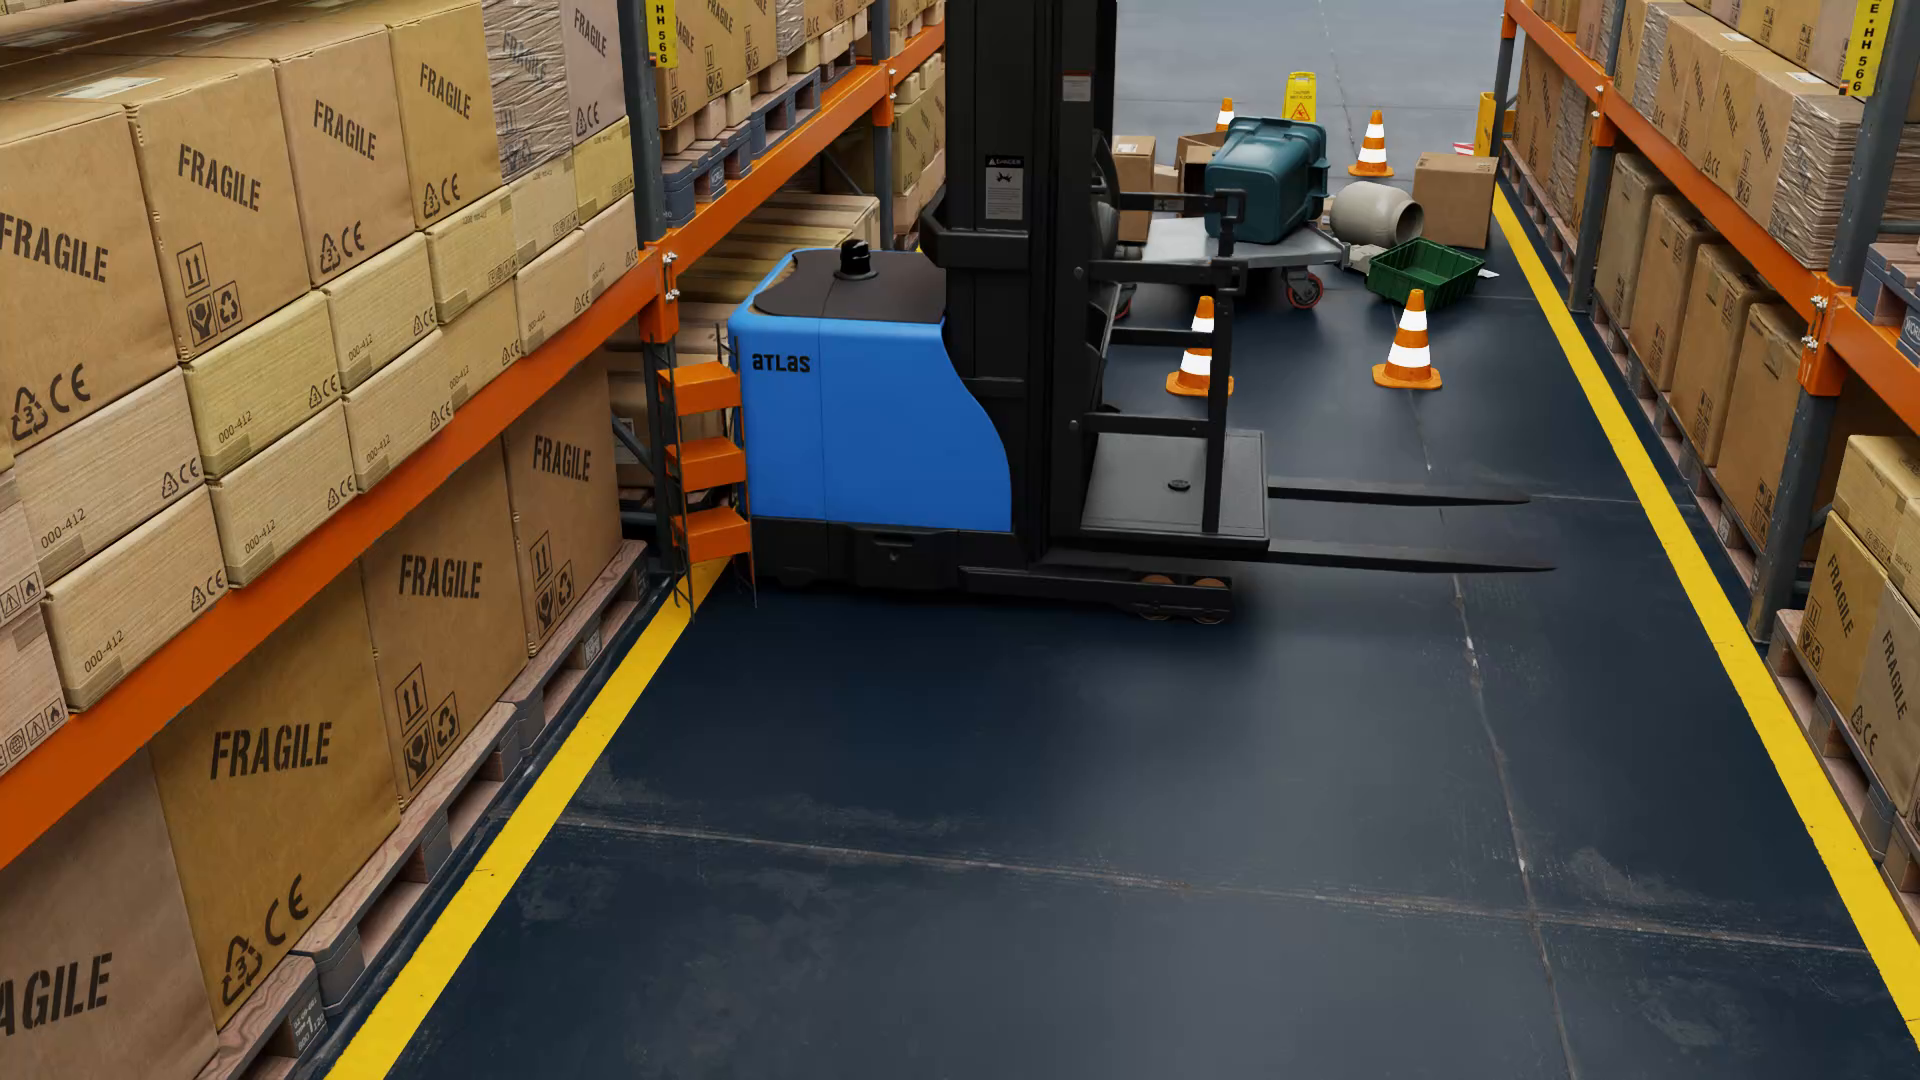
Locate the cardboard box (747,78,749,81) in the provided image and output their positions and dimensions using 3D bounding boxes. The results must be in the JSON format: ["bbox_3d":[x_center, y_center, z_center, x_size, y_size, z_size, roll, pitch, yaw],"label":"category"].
[{"bbox_3d":[-1.123,-1.920,7.115,0.380,0.149,0.250,6,26,12],"label":"cardboard box"}]

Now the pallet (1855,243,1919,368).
[{"bbox_3d":[3.332,-0.581,4.679,1.213,0.211,1.003,4,25,9],"label":"pallet"}]

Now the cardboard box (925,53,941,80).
[{"bbox_3d":[-0.337,-3.129,10.995,0.380,0.149,0.250,5,26,12],"label":"cardboard box"}]

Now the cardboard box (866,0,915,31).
[{"bbox_3d":[-0.556,-3.292,9.775,0.500,0.500,0.500,4,25,8],"label":"cardboard box"}]

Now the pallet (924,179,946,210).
[{"bbox_3d":[-0.631,-2.479,11.797,1.003,0.211,1.213,4,25,9],"label":"pallet"}]

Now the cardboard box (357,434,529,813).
[{"bbox_3d":[-1.901,0.154,4.893,0.875,0.875,0.875,4,25,9],"label":"cardboard box"}]

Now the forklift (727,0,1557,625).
[{"bbox_3d":[0.710,-1.259,5.982,3.031,2.935,1.130,4,25,8],"label":"forklift"}]

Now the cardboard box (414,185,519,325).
[{"bbox_3d":[-1.529,-0.782,4.469,0.500,0.250,0.500,3,25,7],"label":"cardboard box"}]

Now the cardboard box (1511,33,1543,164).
[{"bbox_3d":[4.605,-3.259,12.185,0.875,0.875,0.875,4,25,9],"label":"cardboard box"}]

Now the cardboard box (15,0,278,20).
[{"bbox_3d":[-2.050,-1.159,4.391,0.500,0.500,0.500,5,25,10],"label":"cardboard box"}]

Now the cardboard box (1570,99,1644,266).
[{"bbox_3d":[4.169,-2.132,9.778,0.875,0.875,0.875,4,25,9],"label":"cardboard box"}]

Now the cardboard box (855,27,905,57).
[{"bbox_3d":[-0.535,-2.943,9.794,0.380,0.149,0.250,4,25,8],"label":"cardboard box"}]

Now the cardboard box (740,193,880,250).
[{"bbox_3d":[-0.986,-1.727,9.506,0.950,0.372,0.625,4,25,9],"label":"cardboard box"}]

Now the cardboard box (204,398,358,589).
[{"bbox_3d":[-1.695,-0.128,3.663,0.500,0.250,0.500,4,25,8],"label":"cardboard box"}]

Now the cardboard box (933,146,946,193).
[{"bbox_3d":[-0.380,-2.566,11.441,0.500,0.250,0.500,4,25,8],"label":"cardboard box"}]

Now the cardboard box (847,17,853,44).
[{"bbox_3d":[-0.775,-2.680,8.738,0.380,0.149,0.250,3,25,7],"label":"cardboard box"}]

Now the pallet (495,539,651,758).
[{"bbox_3d":[-1.760,0.314,5.831,1.003,0.211,1.213,4,25,9],"label":"pallet"}]

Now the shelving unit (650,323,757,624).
[{"bbox_3d":[-0.920,-0.234,6.004,0.252,1.050,0.215,-13,26,-26],"label":"shelving unit"}]

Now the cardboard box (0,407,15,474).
[{"bbox_3d":[-1.855,-0.263,2.477,0.500,0.500,0.500,4,25,9],"label":"cardboard box"}]

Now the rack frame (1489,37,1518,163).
[{"bbox_3d":[4.651,-4.319,12.439,1.000,3.000,0.127,4,25,9],"label":"rack frame"}]

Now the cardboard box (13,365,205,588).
[{"bbox_3d":[-1.803,-0.144,3.106,0.500,0.250,0.500,4,25,9],"label":"cardboard box"}]

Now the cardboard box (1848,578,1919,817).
[{"bbox_3d":[2.897,0.457,4.688,0.500,0.500,0.500,4,25,9],"label":"cardboard box"}]

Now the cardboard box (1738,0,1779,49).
[{"bbox_3d":[3.673,-2.298,6.825,0.700,0.500,0.500,4,25,8],"label":"cardboard box"}]

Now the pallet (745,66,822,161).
[{"bbox_3d":[-1.273,-2.018,7.749,1.003,0.211,1.213,4,25,9],"label":"pallet"}]

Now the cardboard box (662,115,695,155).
[{"bbox_3d":[-1.241,-1.589,6.408,0.380,0.149,0.250,2,25,5],"label":"cardboard box"}]

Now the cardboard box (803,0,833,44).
[{"bbox_3d":[-0.922,-2.685,7.984,0.500,0.500,0.500,5,26,10],"label":"cardboard box"}]

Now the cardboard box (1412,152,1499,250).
[{"bbox_3d":[3.238,-2.235,10.933,0.500,0.500,0.500,8,26,18],"label":"cardboard box"}]

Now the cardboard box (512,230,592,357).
[{"bbox_3d":[-1.451,-0.762,5.016,0.500,0.250,0.500,4,25,9],"label":"cardboard box"}]

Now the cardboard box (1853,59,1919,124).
[{"bbox_3d":[3.427,-1.658,5.457,0.700,0.500,0.500,4,25,8],"label":"cardboard box"}]

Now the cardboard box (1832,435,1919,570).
[{"bbox_3d":[2.992,-0.099,4.992,0.500,0.250,0.500,3,25,6],"label":"cardboard box"}]

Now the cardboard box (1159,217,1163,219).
[{"bbox_3d":[1.348,-1.901,10.497,0.258,0.266,0.396,-14,29,-27],"label":"cardboard box"}]

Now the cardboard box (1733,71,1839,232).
[{"bbox_3d":[3.235,-1.434,6.157,0.500,0.500,0.500,4,25,9],"label":"cardboard box"}]

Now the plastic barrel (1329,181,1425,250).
[{"bbox_3d":[2.669,-2.060,10.652,0.421,0.421,0.512,-20,32,-36],"label":"plastic barrel"}]

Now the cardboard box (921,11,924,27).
[{"bbox_3d":[-0.444,-3.380,10.728,0.380,0.149,0.250,4,25,8],"label":"cardboard box"}]

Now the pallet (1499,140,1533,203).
[{"bbox_3d":[4.597,-2.716,12.304,1.003,0.211,1.213,4,25,9],"label":"pallet"}]

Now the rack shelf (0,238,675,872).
[{"bbox_3d":[-1.883,-0.112,4.299,1.077,0.370,4.000,4,25,9],"label":"rack shelf"}]

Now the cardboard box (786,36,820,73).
[{"bbox_3d":[-0.895,-2.363,8.061,0.380,0.149,0.250,4,25,8],"label":"cardboard box"}]

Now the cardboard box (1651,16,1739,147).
[{"bbox_3d":[3.480,-2.070,7.516,0.500,0.500,0.500,4,25,8],"label":"cardboard box"}]

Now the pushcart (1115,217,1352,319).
[{"bbox_3d":[1.355,-1.622,9.770,1.648,0.377,0.936,-5,25,-10],"label":"pushcart"}]

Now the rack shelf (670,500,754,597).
[{"bbox_3d":[-0.916,0.030,6.119,0.240,0.259,0.215,-13,26,-26],"label":"rack shelf"}]

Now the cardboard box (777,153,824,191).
[{"bbox_3d":[-1.071,-2.497,10.410,0.500,0.500,0.500,4,25,8],"label":"cardboard box"}]

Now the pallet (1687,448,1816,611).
[{"bbox_3d":[3.547,-0.035,6.575,1.003,0.211,1.213,4,25,9],"label":"pallet"}]

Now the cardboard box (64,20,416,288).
[{"bbox_3d":[-1.636,-0.904,3.846,0.500,0.500,0.500,4,25,8],"label":"cardboard box"}]

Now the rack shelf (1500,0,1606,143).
[{"bbox_3d":[4.324,-3.157,10.804,1.077,0.370,4.000,4,25,9],"label":"rack shelf"}]

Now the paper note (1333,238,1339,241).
[{"bbox_3d":[2.414,-1.993,10.980,0.172,0.023,0.155,13,28,26],"label":"paper note"}]

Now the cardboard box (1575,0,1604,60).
[{"bbox_3d":[4.113,-3.101,9.659,0.875,0.550,0.550,4,25,9],"label":"cardboard box"}]

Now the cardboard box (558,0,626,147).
[{"bbox_3d":[-1.383,-1.538,5.199,0.500,0.500,0.500,3,25,7],"label":"cardboard box"}]

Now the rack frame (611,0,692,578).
[{"bbox_3d":[-1.556,-1.274,5.933,1.000,3.000,0.127,4,25,9],"label":"rack frame"}]

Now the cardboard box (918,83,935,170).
[{"bbox_3d":[-0.464,-2.684,10.809,0.500,0.500,0.500,5,26,11],"label":"cardboard box"}]

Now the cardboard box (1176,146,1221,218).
[{"bbox_3d":[1.817,-2.249,10.801,0.797,0.637,0.503,4,25,9],"label":"cardboard box"}]

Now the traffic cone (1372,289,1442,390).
[{"bbox_3d":[2.288,-1.041,8.428,0.336,0.463,0.334,4,25,9],"label":"traffic cone"}]

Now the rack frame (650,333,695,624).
[{"bbox_3d":[-1.027,-0.210,5.951,0.008,1.050,0.200,-13,26,-26],"label":"rack frame"}]

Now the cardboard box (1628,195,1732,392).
[{"bbox_3d":[3.823,-1.148,7.823,1.050,0.750,0.750,4,25,9],"label":"cardboard box"}]

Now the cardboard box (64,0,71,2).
[{"bbox_3d":[-5.470,-3.502,10.575,0.500,0.500,0.500,3,25,7],"label":"cardboard box"}]

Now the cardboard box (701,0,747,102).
[{"bbox_3d":[-1.176,-2.035,6.594,0.500,0.500,0.500,5,26,11],"label":"cardboard box"}]

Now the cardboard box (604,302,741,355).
[{"bbox_3d":[-1.342,-0.819,7.565,0.950,0.372,0.625,4,25,8],"label":"cardboard box"}]

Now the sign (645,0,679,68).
[{"bbox_3d":[-1.008,-1.761,5.609,0.100,0.325,0.005,4,25,9],"label":"sign"}]
